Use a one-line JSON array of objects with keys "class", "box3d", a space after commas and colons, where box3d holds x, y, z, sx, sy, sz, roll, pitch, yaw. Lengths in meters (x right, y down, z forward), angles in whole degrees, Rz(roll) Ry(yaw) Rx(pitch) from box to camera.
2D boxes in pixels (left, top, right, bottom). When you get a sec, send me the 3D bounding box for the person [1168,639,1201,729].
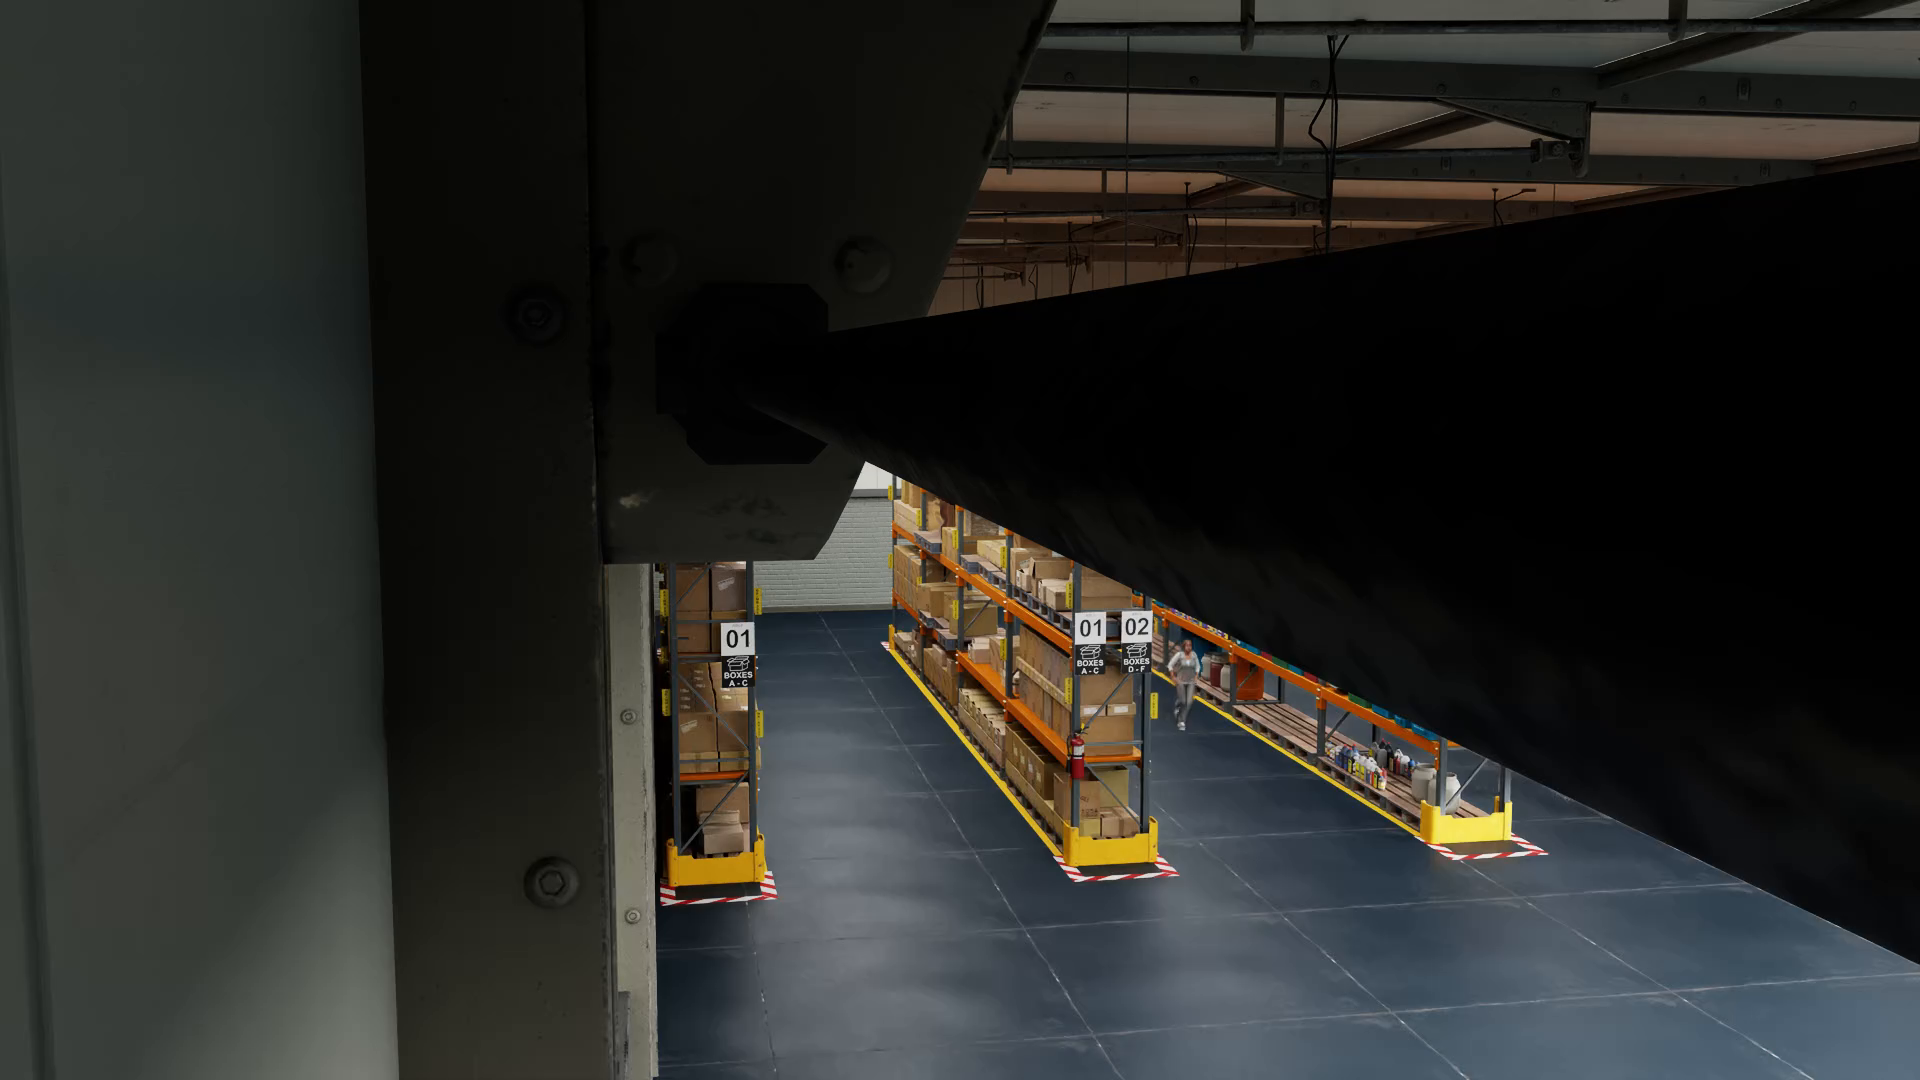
[{"class": "person", "box3d": [3.876, 2.473, 28.659, 0.545, 1.558, 0.531, -1, 6, -10]}]
